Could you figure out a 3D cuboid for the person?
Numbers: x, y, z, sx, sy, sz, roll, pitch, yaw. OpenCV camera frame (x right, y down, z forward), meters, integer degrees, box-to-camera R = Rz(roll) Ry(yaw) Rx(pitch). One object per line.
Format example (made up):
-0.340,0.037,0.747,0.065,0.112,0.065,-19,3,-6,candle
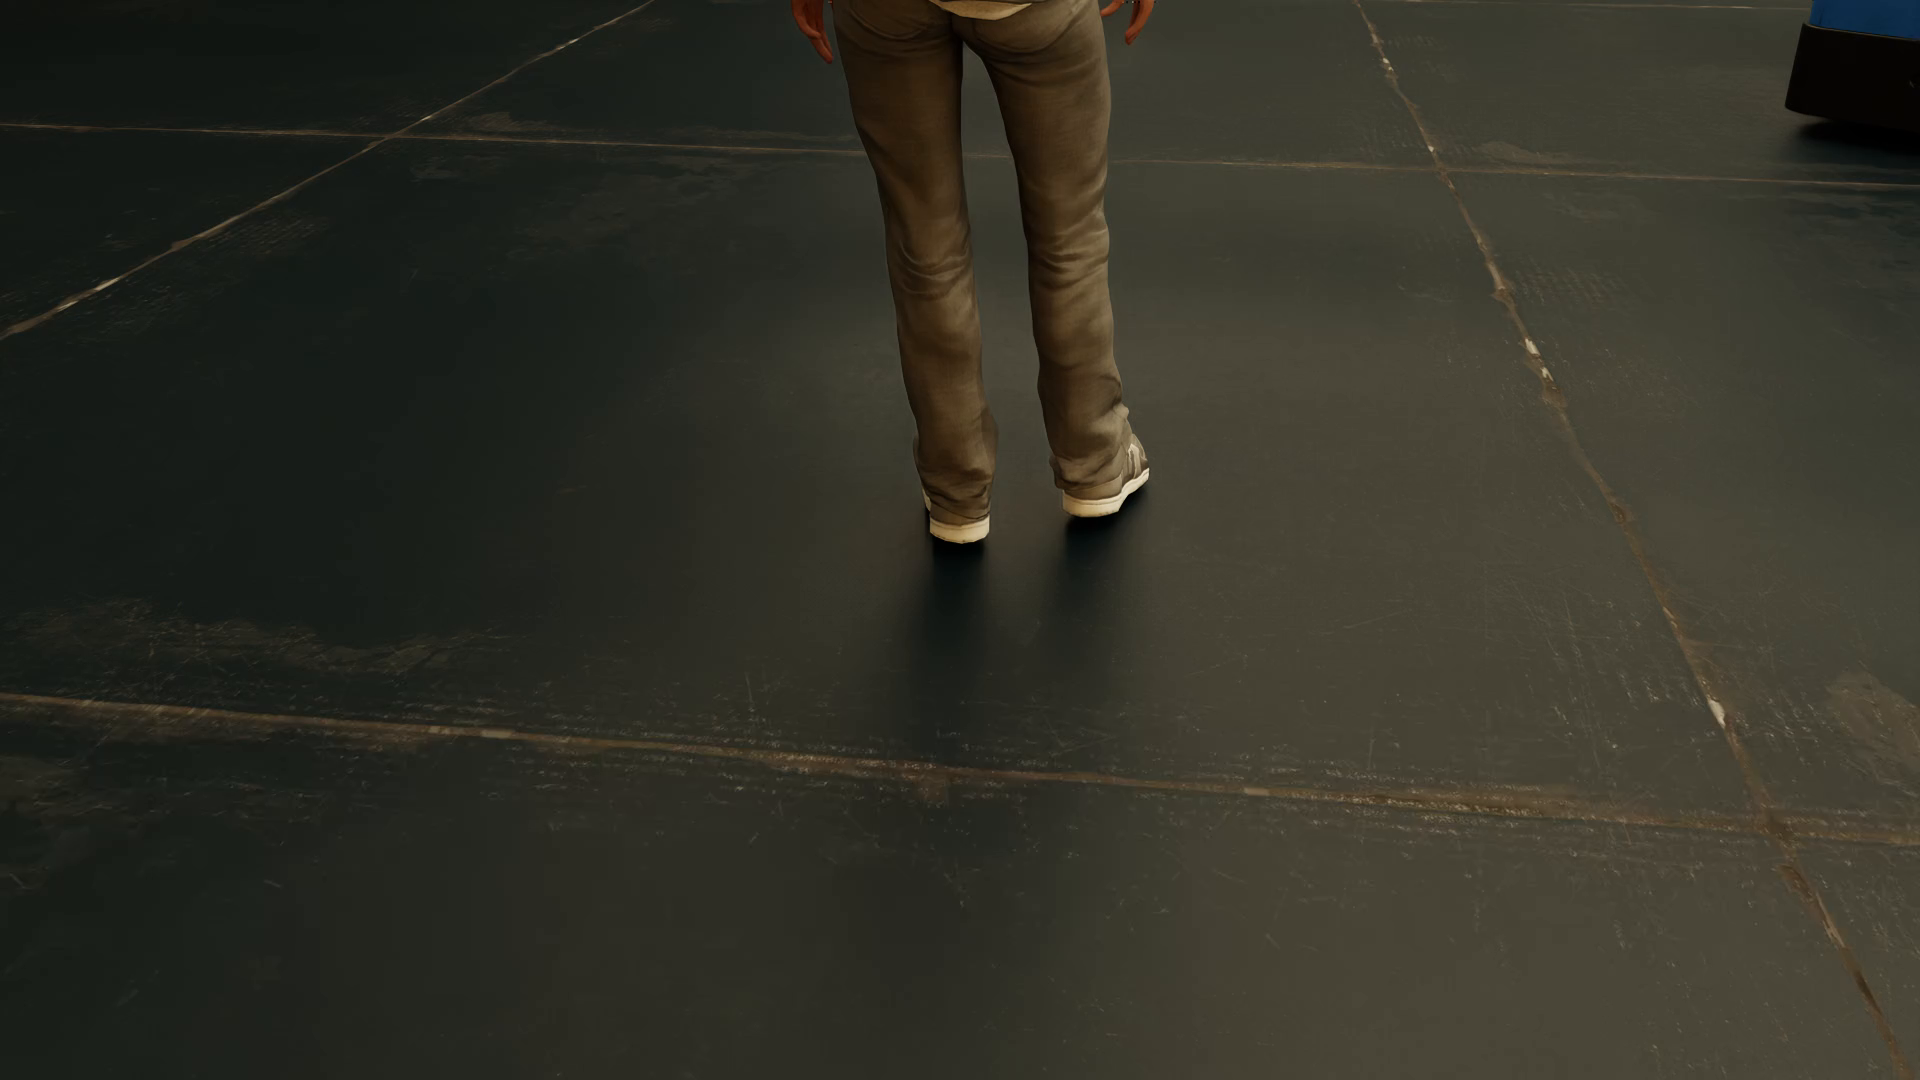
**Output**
0.024,-0.754,2.205,0.520,1.599,0.473,3,27,7,person

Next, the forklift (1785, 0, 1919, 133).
3.868,-2.771,4.772,3.031,2.935,1.130,-21,33,-36,forklift
